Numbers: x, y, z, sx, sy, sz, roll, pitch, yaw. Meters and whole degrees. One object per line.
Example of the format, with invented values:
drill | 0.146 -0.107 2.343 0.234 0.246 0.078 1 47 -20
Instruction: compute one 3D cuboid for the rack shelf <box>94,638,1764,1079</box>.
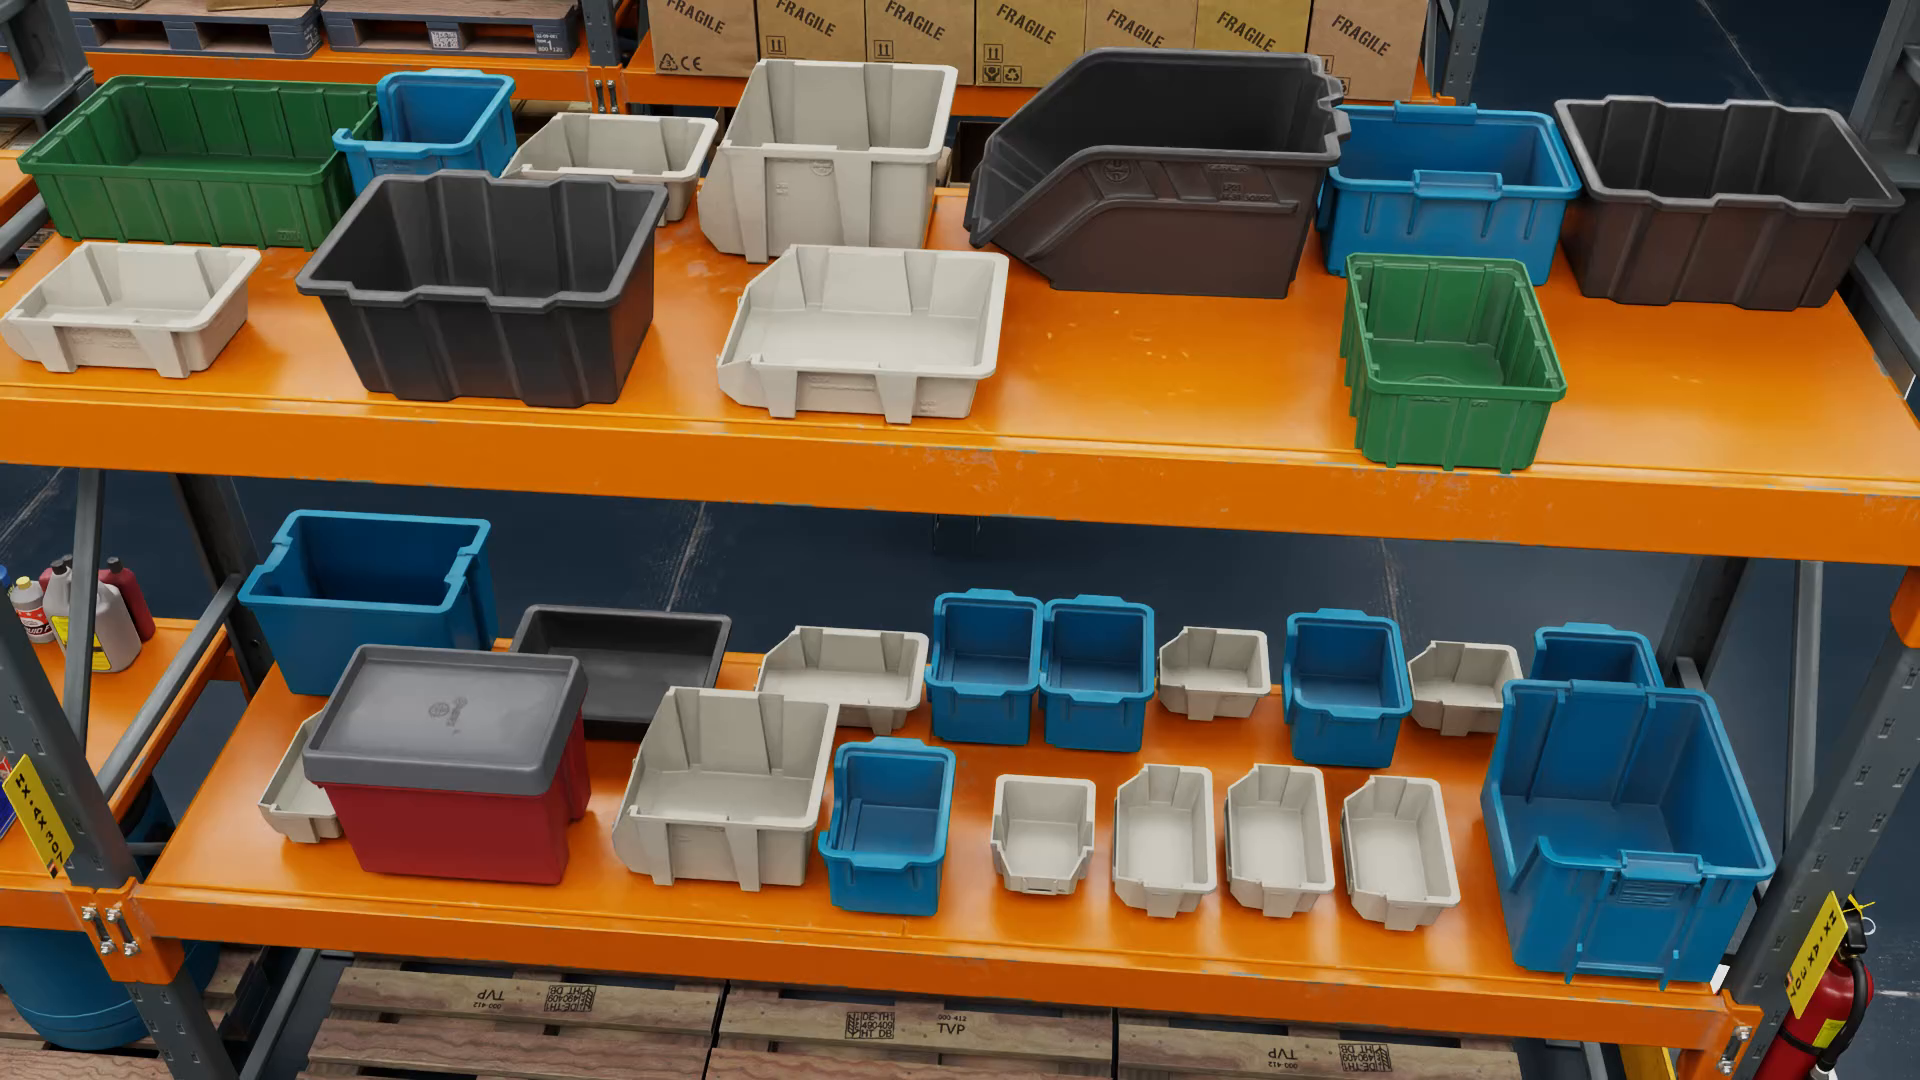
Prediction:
rack shelf | -0.096 0.795 4.468 4.000 0.370 1.077 3 39 4

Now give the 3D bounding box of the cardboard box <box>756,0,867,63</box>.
cardboard box | -0.663 -2.522 7.893 0.500 0.500 0.500 4 39 5

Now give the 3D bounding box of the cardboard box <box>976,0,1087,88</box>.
cardboard box | 0.342 -2.467 7.825 0.500 0.500 0.500 3 39 3

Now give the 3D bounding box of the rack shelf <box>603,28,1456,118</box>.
rack shelf | 0.335 -2.321 8.295 4.000 0.370 1.077 3 39 4

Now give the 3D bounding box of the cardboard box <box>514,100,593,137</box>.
cardboard box | -2.118 -2.089 9.072 0.500 0.500 0.500 1 39 2

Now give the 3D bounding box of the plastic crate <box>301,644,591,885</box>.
plastic crate | -1.221 0.565 4.082 0.583 0.464 0.402 3 39 4

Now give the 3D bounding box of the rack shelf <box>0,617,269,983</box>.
rack shelf | -4.081 0.577 4.735 4.000 0.370 1.077 3 39 4

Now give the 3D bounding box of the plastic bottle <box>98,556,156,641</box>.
plastic bottle | -2.417 0.164 4.765 0.133 0.283 0.061 3 39 4

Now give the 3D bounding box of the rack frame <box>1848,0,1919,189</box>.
rack frame | 1.896 -1.702 2.213 0.127 3.000 1.000 3 39 4

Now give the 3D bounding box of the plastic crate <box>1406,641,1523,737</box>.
plastic crate | 1.366 0.413 4.527 0.298 0.136 0.250 3 39 4

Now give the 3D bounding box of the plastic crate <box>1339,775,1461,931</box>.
plastic crate | 1.068 0.773 4.086 0.243 0.136 0.396 3 39 4

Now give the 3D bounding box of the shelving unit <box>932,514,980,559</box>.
shelving unit | -0.014 -0.466 6.872 0.189 1.200 0.258 3 39 4

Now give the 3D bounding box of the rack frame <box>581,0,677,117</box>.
rack frame | -1.658 -2.708 8.201 0.127 3.000 1.000 3 39 4

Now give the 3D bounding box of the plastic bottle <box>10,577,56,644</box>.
plastic bottle | -2.667 0.193 4.794 0.097 0.201 0.097 0 39 0

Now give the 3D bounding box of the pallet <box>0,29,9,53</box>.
pallet | -4.961 -2.859 8.538 1.003 0.211 1.213 3 39 4

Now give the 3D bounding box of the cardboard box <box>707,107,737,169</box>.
cardboard box | -1.065 -2.057 9.033 0.500 0.500 0.500 3 39 4

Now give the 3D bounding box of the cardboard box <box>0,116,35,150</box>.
cardboard box | -5.214 -1.923 8.868 0.500 0.500 0.500 5 39 6

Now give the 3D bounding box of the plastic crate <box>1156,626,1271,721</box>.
plastic crate | 0.691 0.377 4.573 0.298 0.136 0.250 3 39 4

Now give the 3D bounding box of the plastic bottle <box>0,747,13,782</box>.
plastic bottle | -2.517 0.586 4.311 0.097 0.201 0.097 0 39 0

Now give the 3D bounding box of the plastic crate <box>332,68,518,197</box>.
plastic crate | -1.154 -0.843 3.666 0.300 0.233 0.416 3 39 4

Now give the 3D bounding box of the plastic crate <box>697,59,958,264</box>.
plastic crate | -0.285 -0.808 3.584 0.530 0.282 0.437 3 39 4

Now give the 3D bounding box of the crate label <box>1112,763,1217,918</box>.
crate label | 0.501 0.748 4.116 0.243 0.136 0.396 3 39 4

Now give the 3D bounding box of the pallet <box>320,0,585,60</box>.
pallet | -2.444 -2.746 8.400 1.213 0.211 1.003 3 39 4

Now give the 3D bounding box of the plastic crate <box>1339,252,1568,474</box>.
plastic crate | 0.889 -0.331 3.072 0.336 0.188 0.450 3 39 4

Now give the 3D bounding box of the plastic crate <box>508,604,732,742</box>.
plastic crate | -0.950 0.382 4.575 0.590 0.125 0.437 3 39 4

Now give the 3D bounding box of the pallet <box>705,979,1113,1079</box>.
pallet | -0.134 1.569 5.156 1.213 0.211 1.003 3 39 4

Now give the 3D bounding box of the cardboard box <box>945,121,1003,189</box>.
cardboard box | 0.215 -1.812 8.729 0.637 0.503 0.797 3 39 4

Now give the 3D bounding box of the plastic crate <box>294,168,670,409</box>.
plastic crate | -0.875 -0.466 3.174 0.590 0.269 0.497 3 39 4

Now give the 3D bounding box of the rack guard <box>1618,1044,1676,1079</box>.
rack guard | 1.922 1.587 4.904 0.348 0.500 1.175 3 39 4

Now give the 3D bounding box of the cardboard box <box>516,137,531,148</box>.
cardboard box | -2.174 -1.756 8.663 0.500 0.500 0.500 3 39 4

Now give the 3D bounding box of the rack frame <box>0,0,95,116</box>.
rack frame | -2.089 -1.920 2.480 0.127 3.000 1.000 3 39 4

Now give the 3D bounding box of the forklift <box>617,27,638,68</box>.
forklift | -1.682 -4.387 10.318 3.031 2.935 1.130 22 44 24

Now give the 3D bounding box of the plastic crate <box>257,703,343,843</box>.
plastic crate | -1.637 0.601 4.297 0.243 0.136 0.396 3 39 4

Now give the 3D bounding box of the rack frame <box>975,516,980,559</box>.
rack frame | 0.077 -0.461 6.866 0.006 1.200 0.240 3 39 4

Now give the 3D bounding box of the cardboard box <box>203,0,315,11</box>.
cardboard box | -3.423 -2.967 8.108 0.500 0.500 0.700 -6 40 -8

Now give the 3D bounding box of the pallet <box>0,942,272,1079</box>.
pallet | -2.854 1.420 5.338 1.213 0.211 1.003 3 39 4

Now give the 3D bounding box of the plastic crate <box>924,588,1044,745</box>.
plastic crate | 0.068 0.358 4.520 0.300 0.233 0.416 3 39 4

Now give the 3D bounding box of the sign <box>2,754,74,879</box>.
sign | -2.138 0.645 3.862 0.005 0.325 0.100 3 39 4

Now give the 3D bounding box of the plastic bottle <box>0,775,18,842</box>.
plastic bottle | -2.509 0.637 4.190 0.135 0.276 0.152 3 39 4

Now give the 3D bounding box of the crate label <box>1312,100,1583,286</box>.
crate label | 1.005 -0.735 3.518 0.502 0.251 0.408 3 39 4

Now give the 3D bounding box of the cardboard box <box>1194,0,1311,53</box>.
cardboard box | 1.341 -2.409 7.754 0.500 0.500 0.500 3 39 4

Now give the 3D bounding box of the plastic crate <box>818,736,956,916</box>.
plastic crate | -0.172 0.716 4.080 0.300 0.233 0.416 3 39 4

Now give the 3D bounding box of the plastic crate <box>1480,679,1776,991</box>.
plastic crate | 1.547 0.687 3.955 0.499 0.435 0.616 3 39 4
